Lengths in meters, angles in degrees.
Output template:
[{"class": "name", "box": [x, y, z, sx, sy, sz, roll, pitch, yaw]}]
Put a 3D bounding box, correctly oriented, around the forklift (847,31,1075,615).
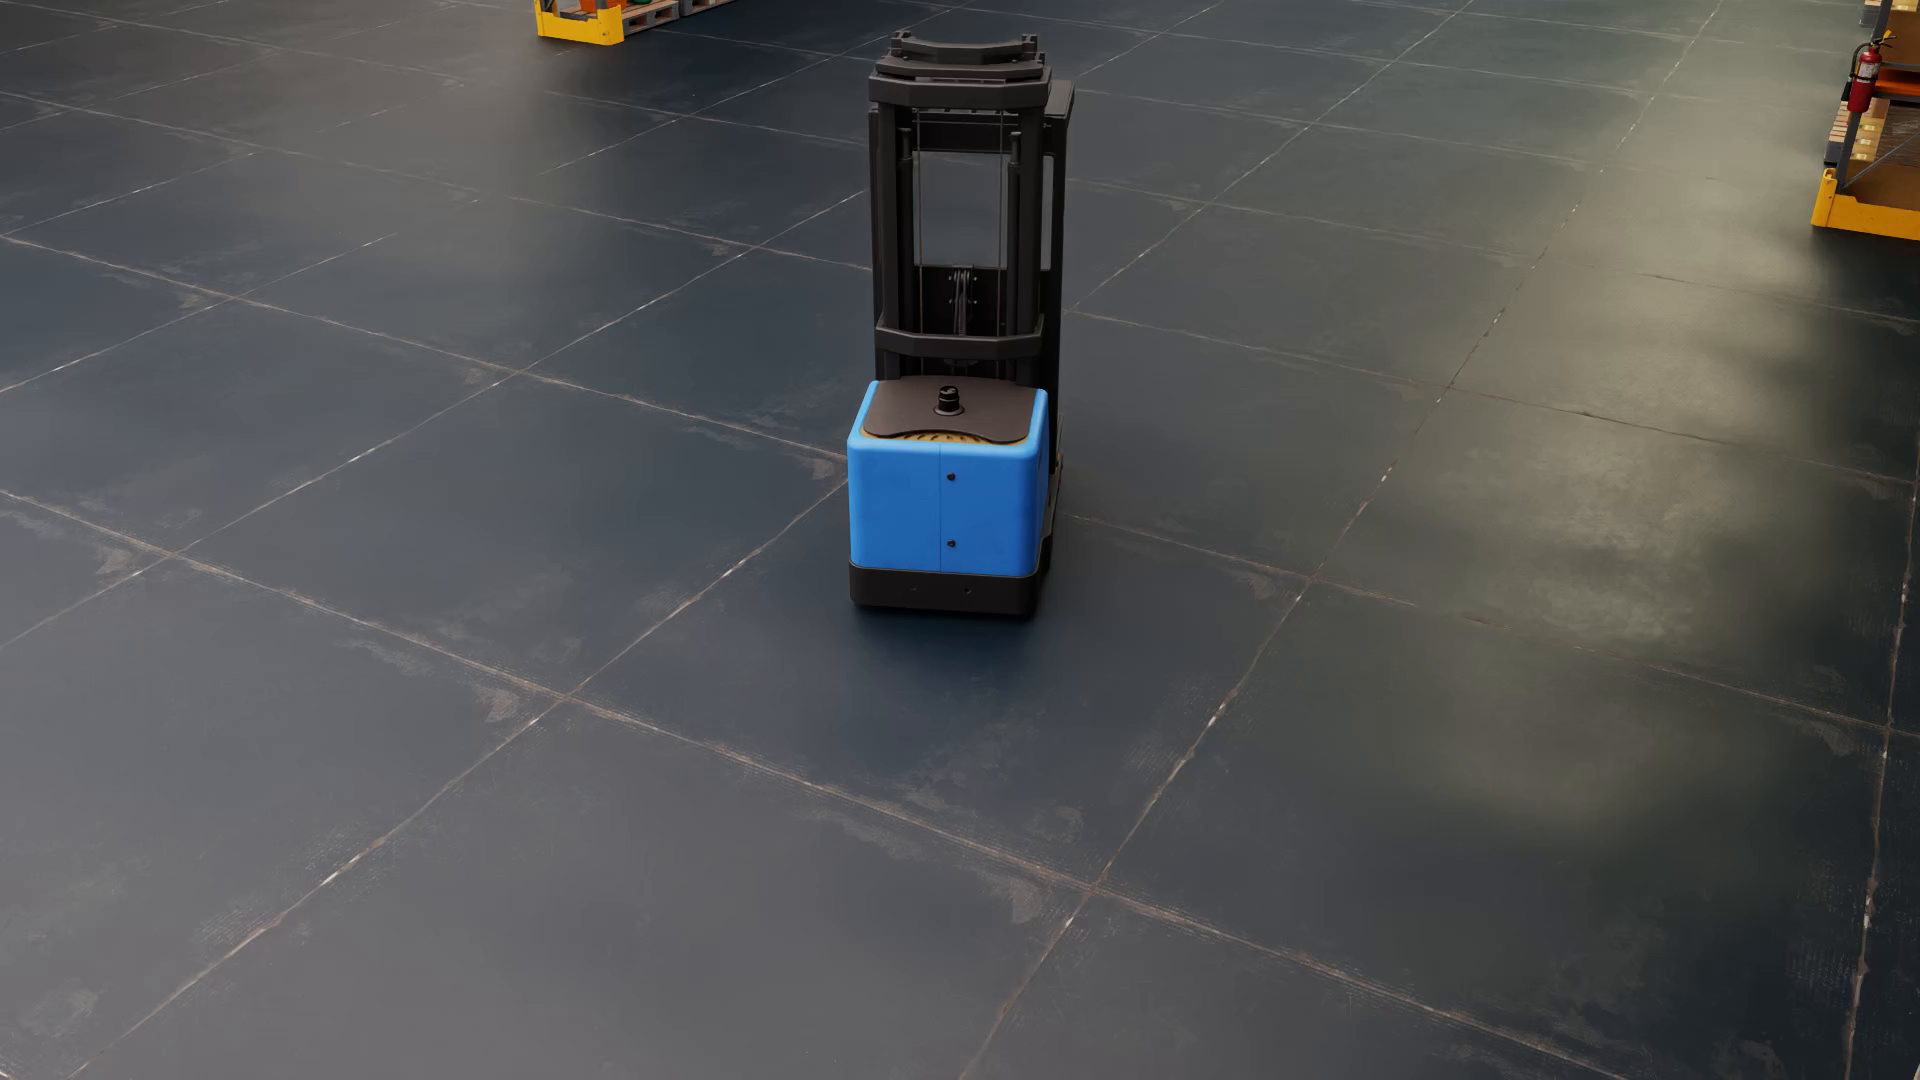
[{"class": "forklift", "box": [0.072, -1.572, 9.794, 1.130, 2.935, 3.031, 3, 30, 6]}]
